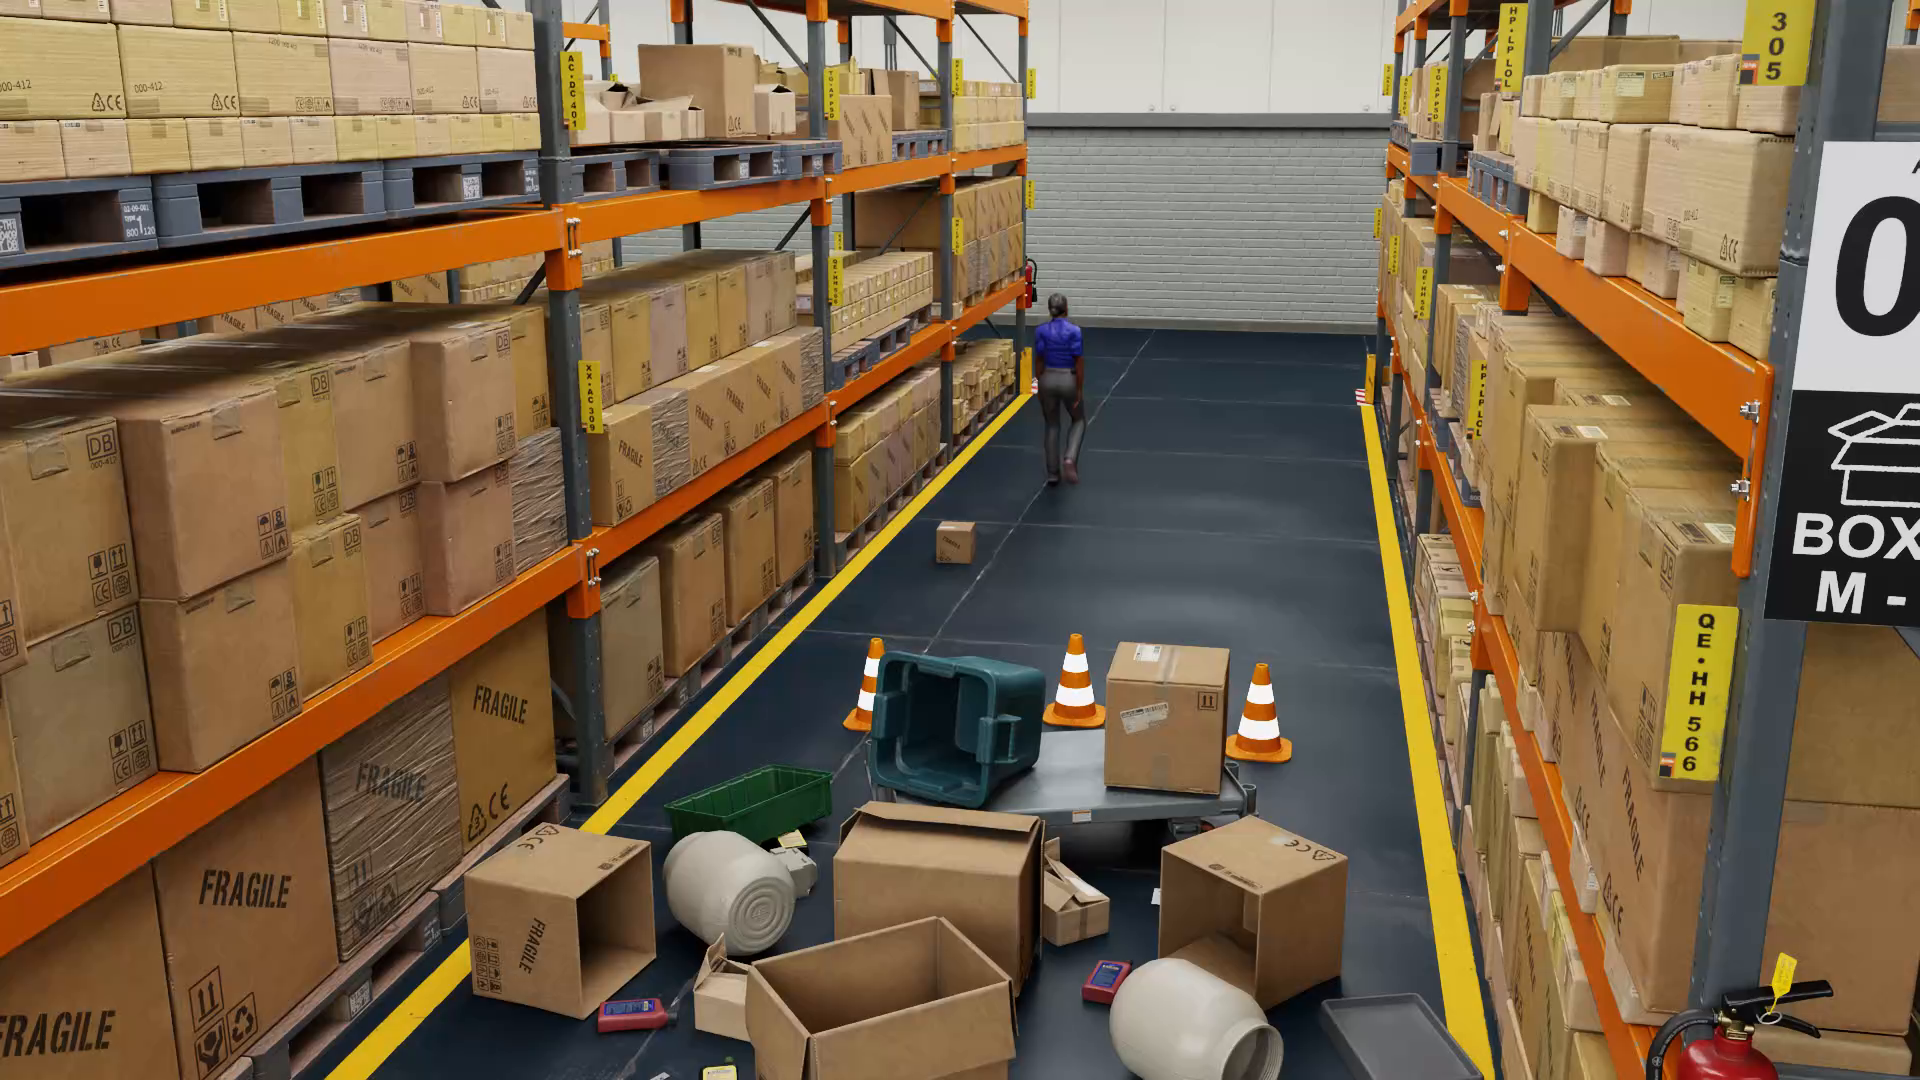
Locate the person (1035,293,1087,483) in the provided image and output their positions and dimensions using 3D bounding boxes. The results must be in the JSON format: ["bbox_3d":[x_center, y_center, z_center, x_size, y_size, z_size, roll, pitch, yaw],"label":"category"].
[{"bbox_3d":[0.874,-1.321,14.474,0.443,1.667,0.425,4,15,13],"label":"person"}]
